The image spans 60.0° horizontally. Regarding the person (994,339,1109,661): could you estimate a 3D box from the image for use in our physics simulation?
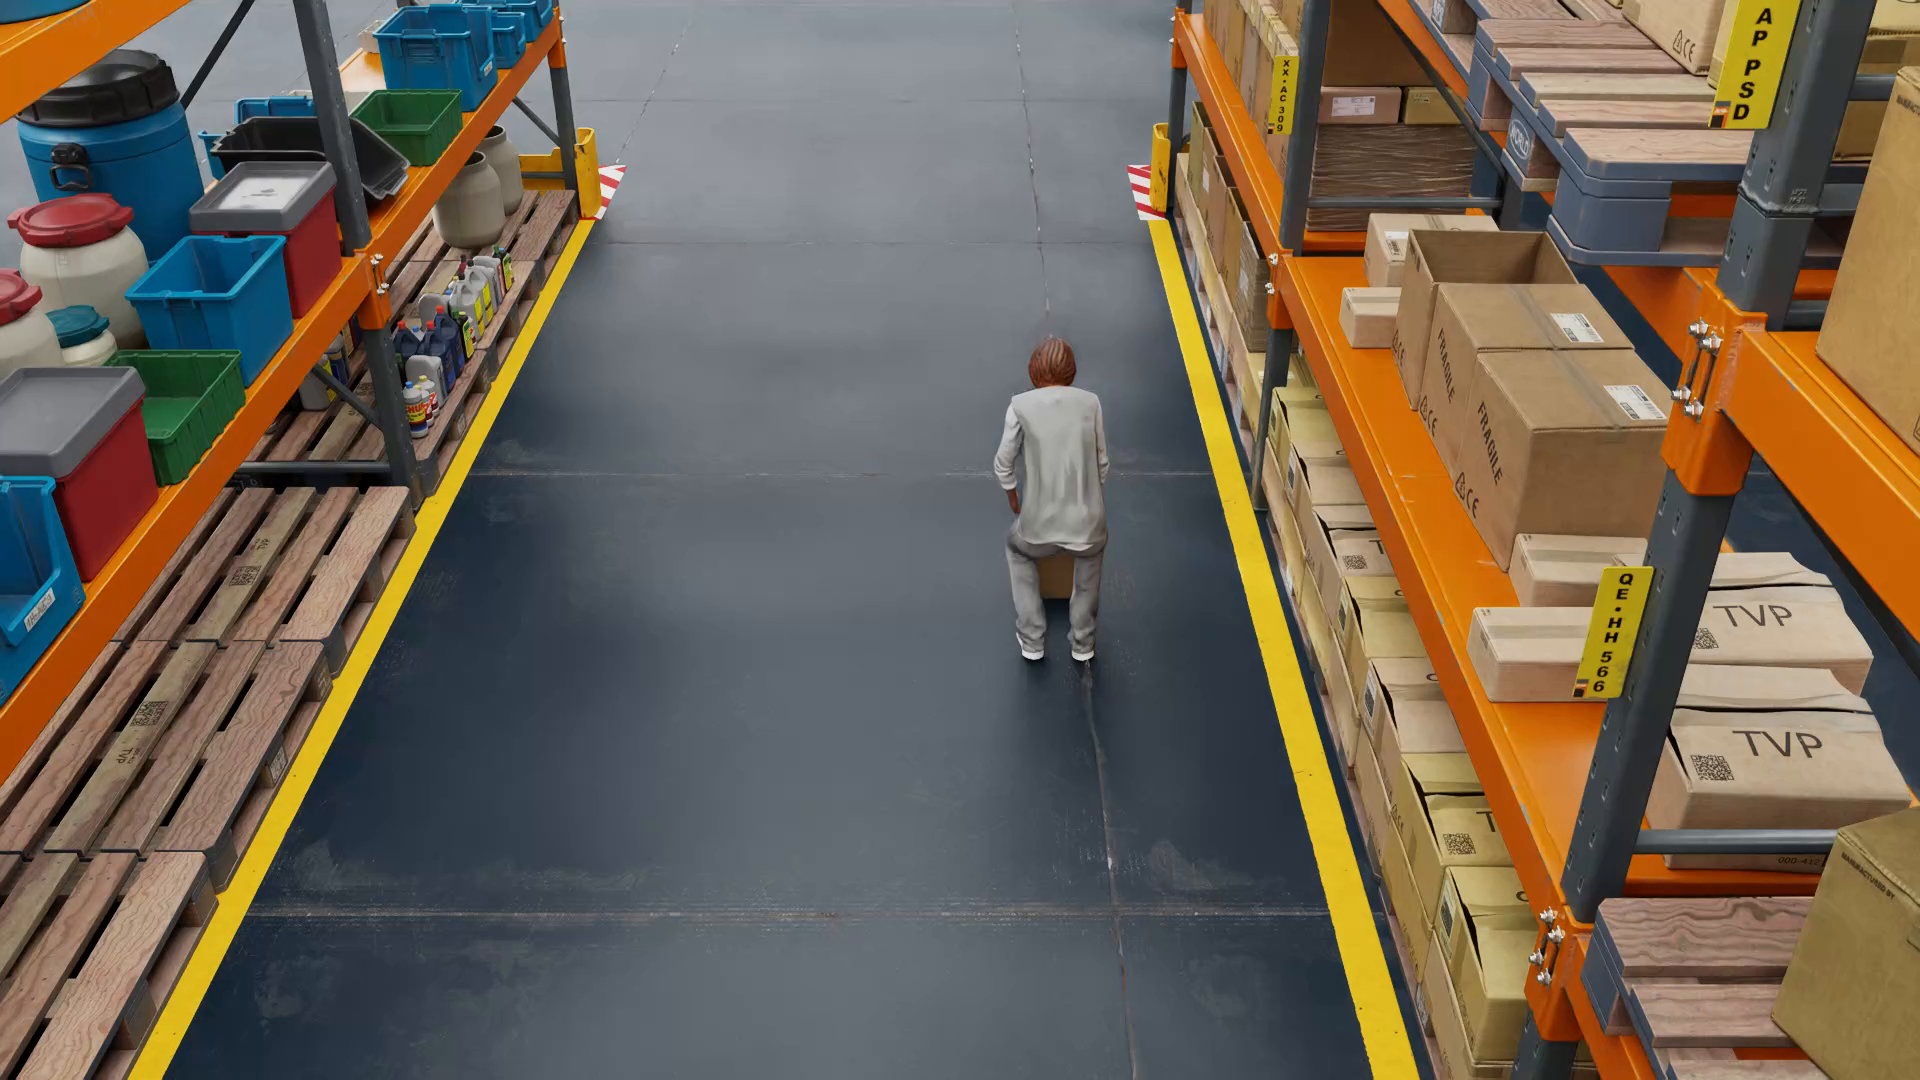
[{"bbox_3d":[0.366,-0.119,6.651,0.463,1.270,0.673,0,32,1],"label":"person"}]
